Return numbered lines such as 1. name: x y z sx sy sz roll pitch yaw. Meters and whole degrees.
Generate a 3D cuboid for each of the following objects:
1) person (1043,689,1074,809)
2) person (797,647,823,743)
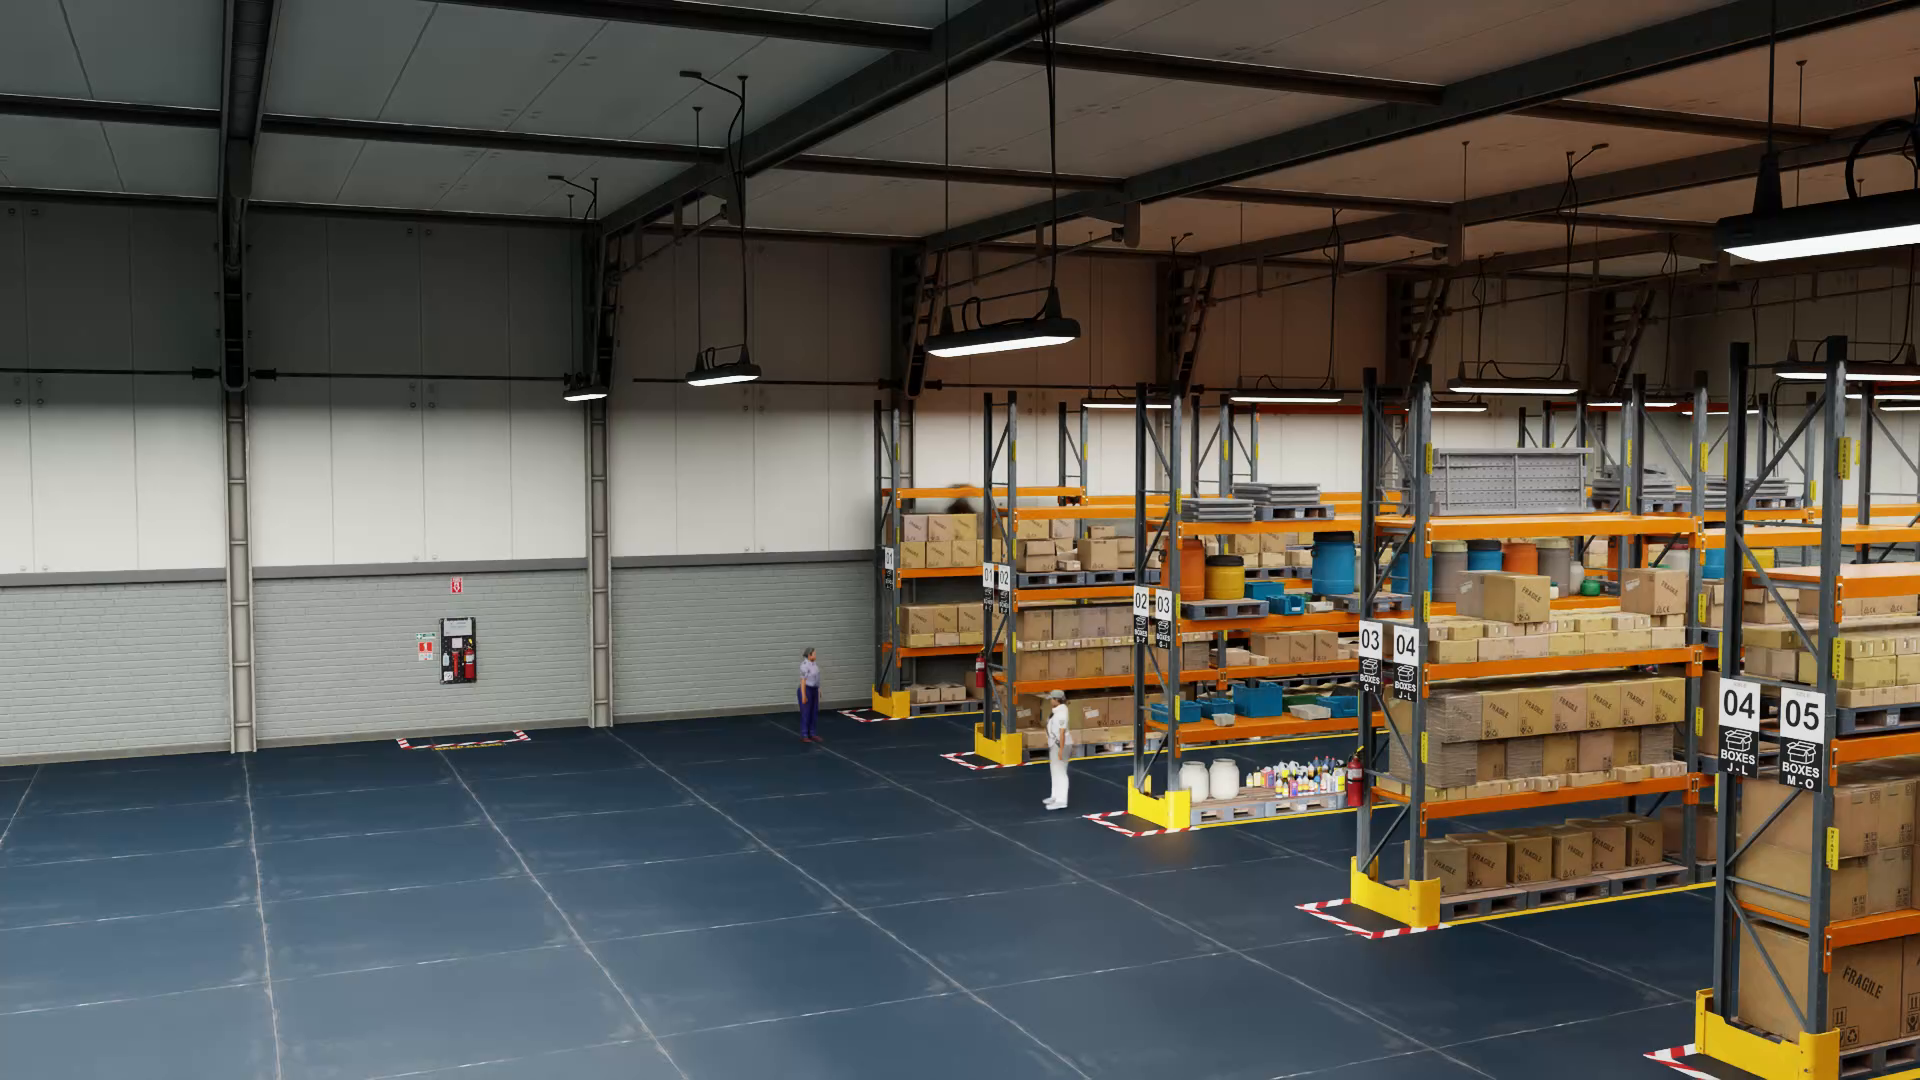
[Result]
1. person: 1.400 2.951 23.652 0.432 1.670 0.525 0 3 0
2. person: -2.609 2.668 28.763 0.386 1.658 0.505 1 4 20
